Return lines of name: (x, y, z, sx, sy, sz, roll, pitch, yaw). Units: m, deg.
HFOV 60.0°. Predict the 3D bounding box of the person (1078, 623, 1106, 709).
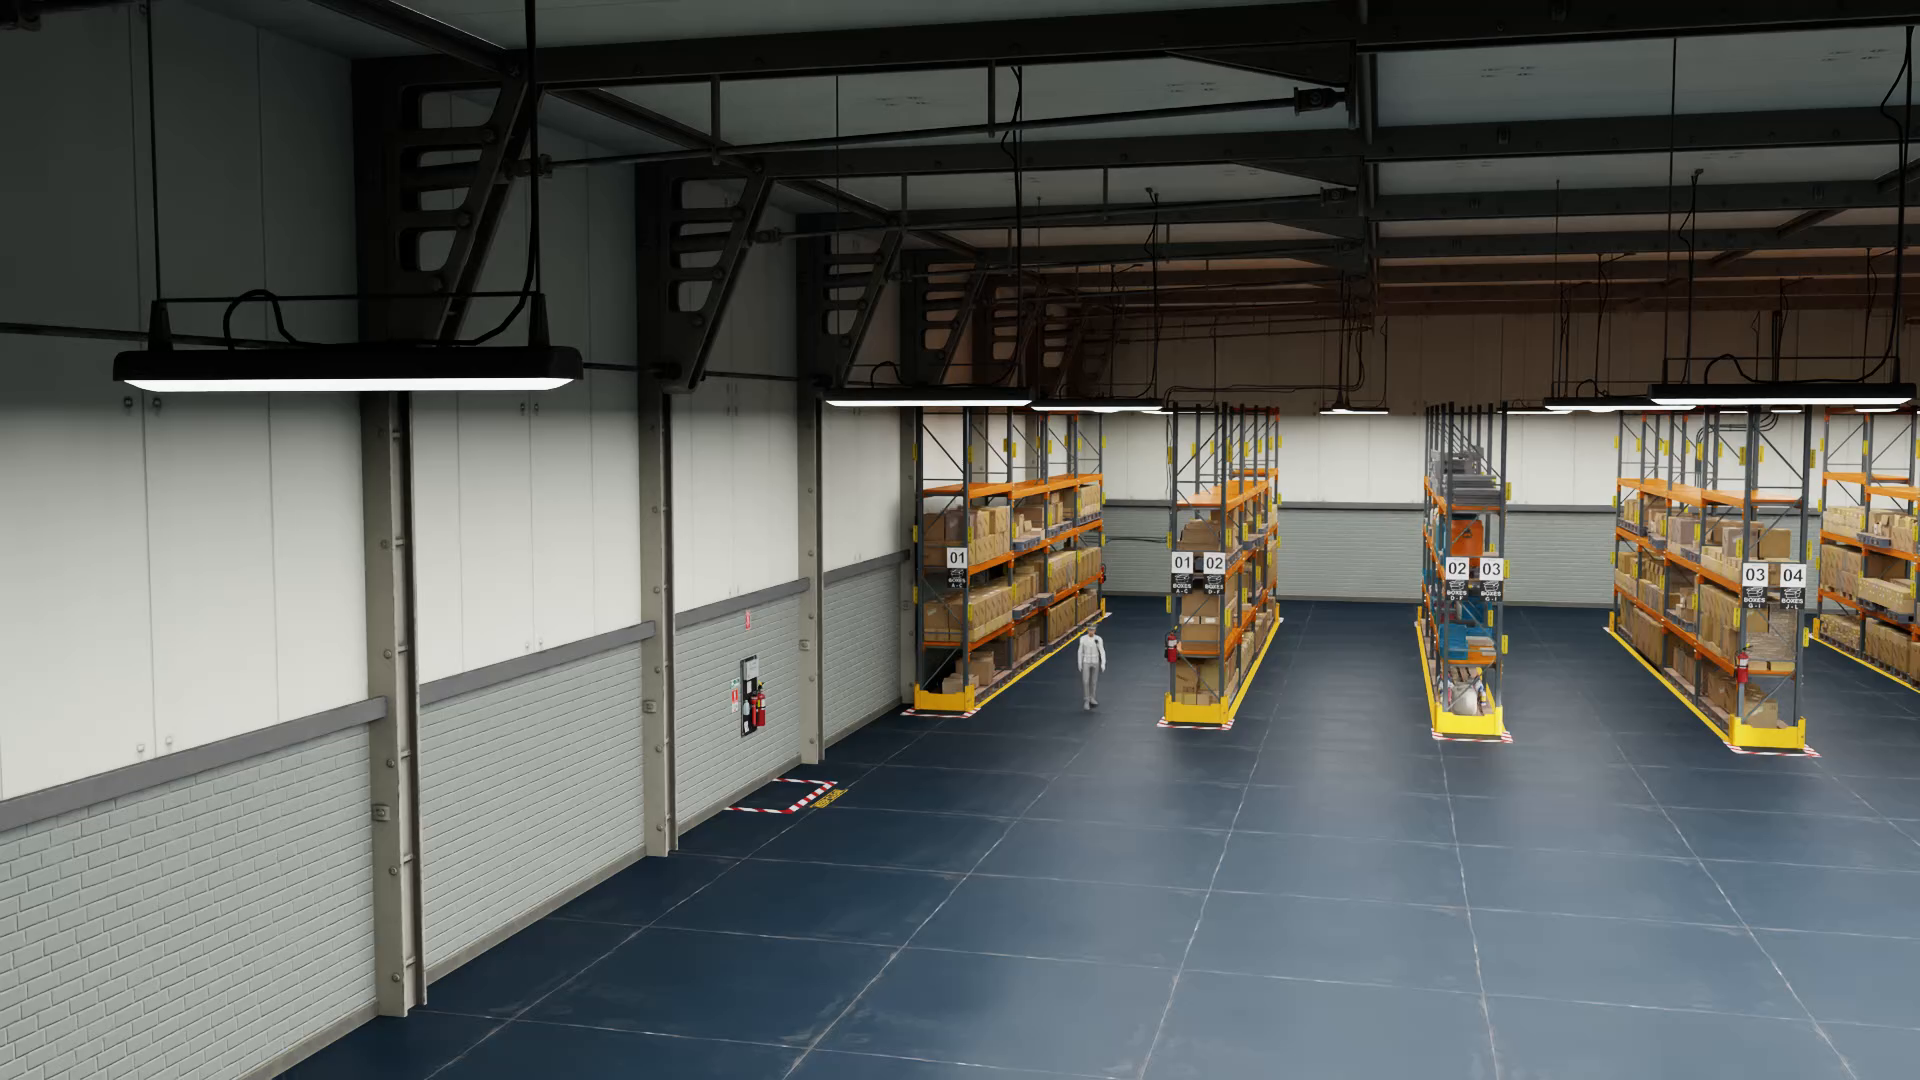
person: (2.604, 2.468, 32.862, 0.535, 1.674, 0.665, 0, 4, 0)
